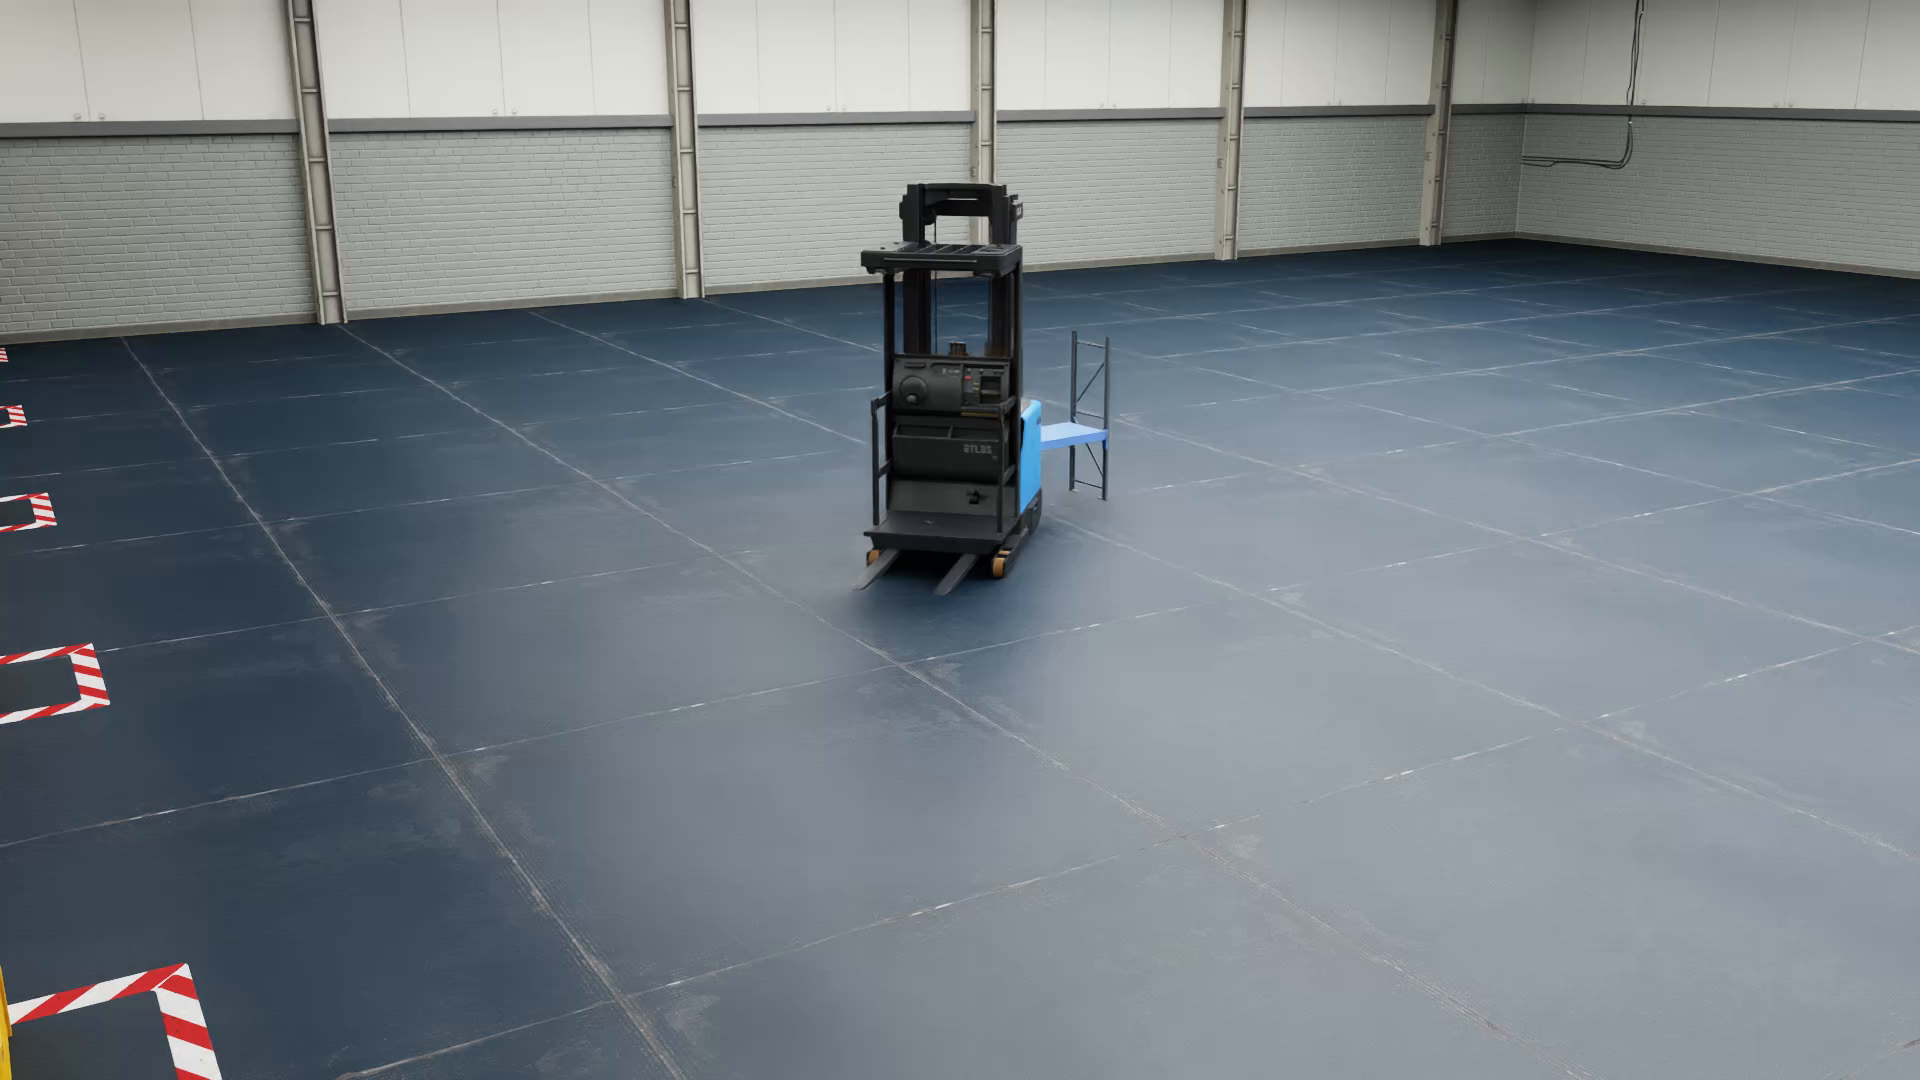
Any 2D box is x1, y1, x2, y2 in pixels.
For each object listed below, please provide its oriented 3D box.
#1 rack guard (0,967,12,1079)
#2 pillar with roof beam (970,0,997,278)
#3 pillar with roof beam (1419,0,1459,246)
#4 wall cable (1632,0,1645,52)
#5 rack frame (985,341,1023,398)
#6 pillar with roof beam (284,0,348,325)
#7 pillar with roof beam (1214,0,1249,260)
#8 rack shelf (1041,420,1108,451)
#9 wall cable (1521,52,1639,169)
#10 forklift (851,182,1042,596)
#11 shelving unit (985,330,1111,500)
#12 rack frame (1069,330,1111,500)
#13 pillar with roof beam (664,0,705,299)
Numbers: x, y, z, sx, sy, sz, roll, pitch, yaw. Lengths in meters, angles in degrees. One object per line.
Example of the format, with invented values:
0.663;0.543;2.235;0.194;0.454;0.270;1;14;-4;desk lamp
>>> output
-3.753;1.900;6.205;0.348;0.500;1.175;-9;18;-30;rack guard
2.659;-8.418;27.268;0.400;9.000;9.100;-9;18;-30;pillar with roof beam
12.945;-10.086;33.219;0.400;9.000;9.100;-9;18;-30;pillar with roof beam
15.328;-11.496;34.646;0.112;2.526;3.097;-9;18;-30;wall cable
0.379;-0.973;14.601;0.032;1.500;0.500;-12;19;-36;rack frame
-7.627;-6.750;21.318;0.400;9.000;9.100;-9;18;-30;pillar with roof beam
7.802;-9.252;30.244;0.400;9.000;9.100;-9;18;-30;pillar with roof beam
0.783;-0.883;14.948;1.000;0.185;0.538;-12;19;-36;rack shelf
13.934;-9.691;37.561;0.112;2.526;3.097;-9;18;-30;wall cable
-0.115;-1.225;12.849;1.130;2.935;3.031;3;16;12;forklift
0.783;-1.056;14.899;1.048;1.500;0.538;-12;19;-36;shelving unit
1.186;-1.140;15.197;0.032;1.500;0.500;-12;19;-36;rack frame
-2.484;-7.584;24.293;0.400;9.000;9.100;-9;18;-30;pillar with roof beam
